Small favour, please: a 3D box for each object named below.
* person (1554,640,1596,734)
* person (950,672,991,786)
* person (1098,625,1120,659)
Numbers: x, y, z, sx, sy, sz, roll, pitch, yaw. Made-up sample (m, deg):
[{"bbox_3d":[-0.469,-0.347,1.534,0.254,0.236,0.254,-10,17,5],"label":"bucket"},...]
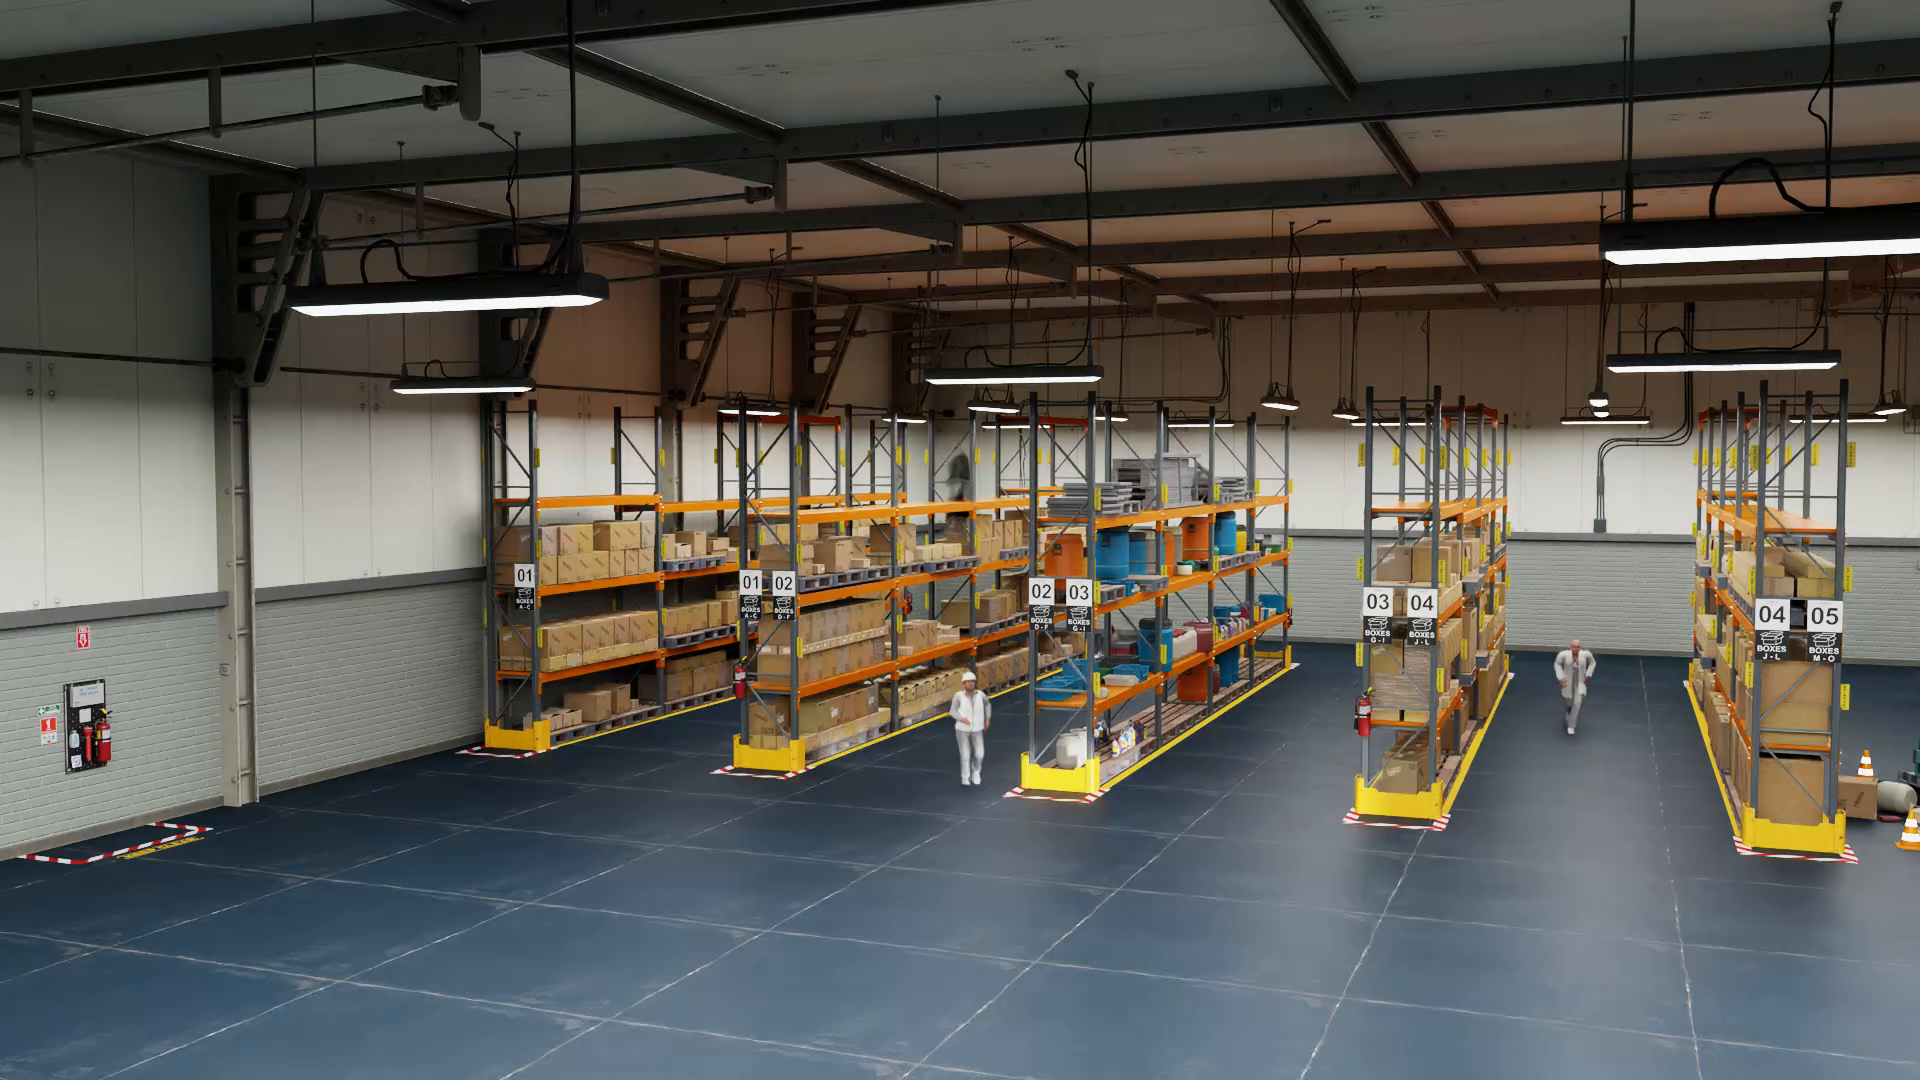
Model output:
[{"bbox_3d":[11.277,2.663,30.561,0.718,1.739,0.974,1,3,13],"label":"person"},{"bbox_3d":[0.180,2.885,25.265,0.676,1.762,0.643,-1,3,-11],"label":"person"},{"bbox_3d":[3.140,2.513,34.963,0.524,1.525,0.736,1,3,12],"label":"person"}]
